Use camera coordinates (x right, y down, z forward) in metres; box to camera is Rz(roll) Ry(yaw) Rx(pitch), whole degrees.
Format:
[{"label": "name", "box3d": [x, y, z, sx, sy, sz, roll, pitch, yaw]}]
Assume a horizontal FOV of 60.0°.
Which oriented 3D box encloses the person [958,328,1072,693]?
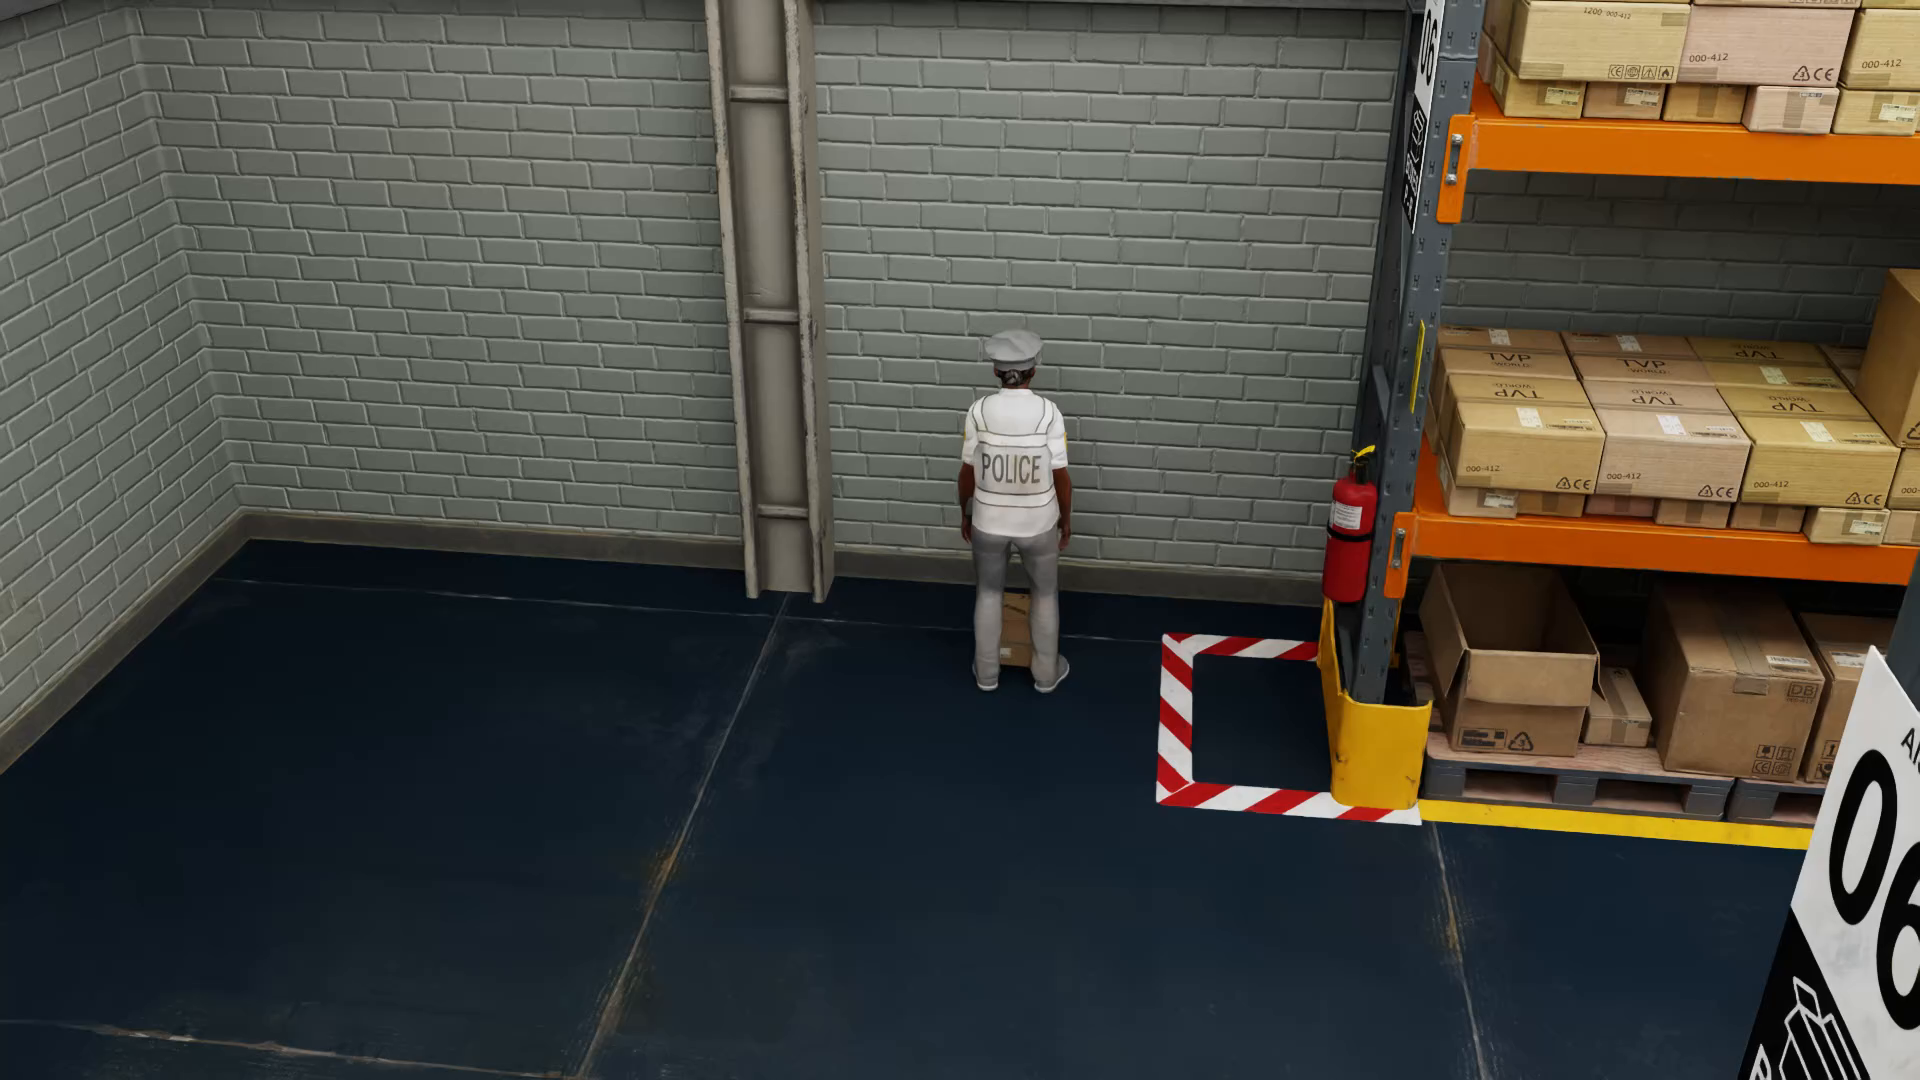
[{"label": "person", "box3d": [0.245, -0.083, 7.278, 0.504, 1.658, 0.394, 4, 29, 6]}]
